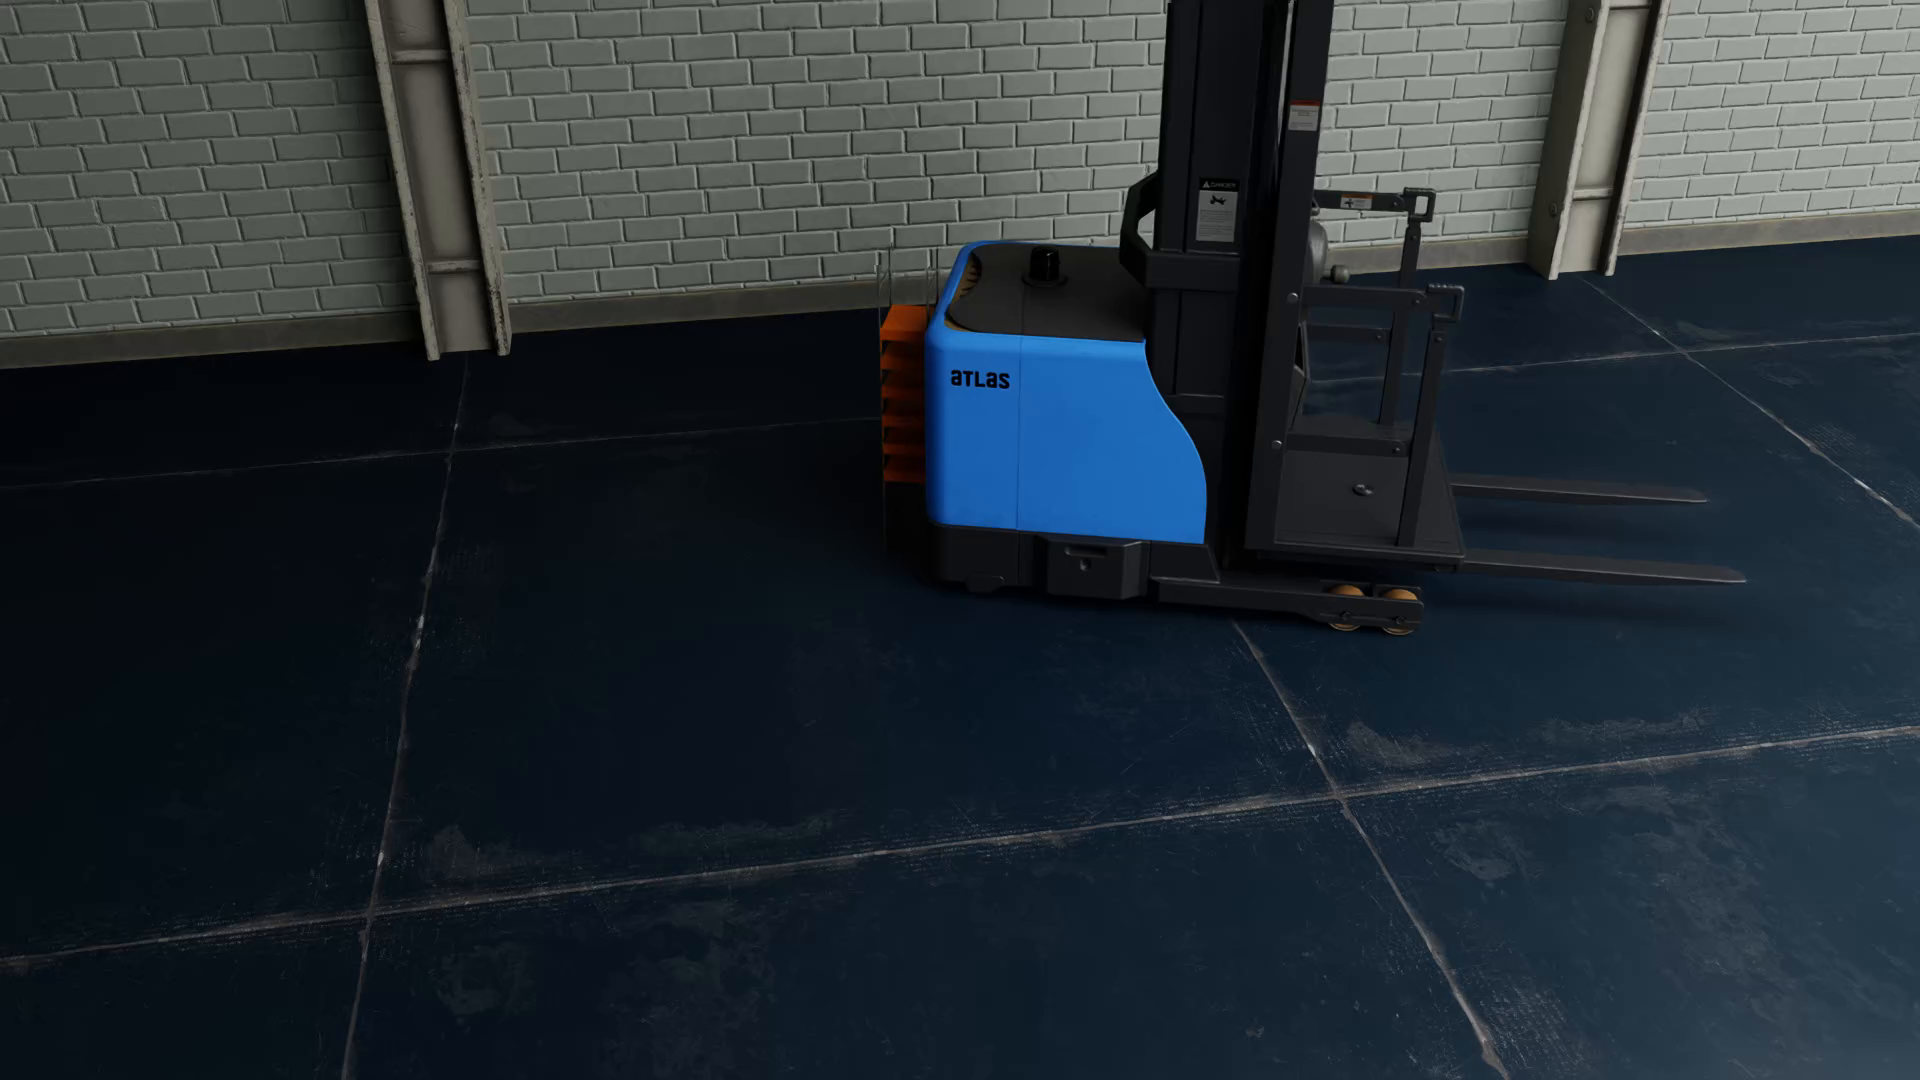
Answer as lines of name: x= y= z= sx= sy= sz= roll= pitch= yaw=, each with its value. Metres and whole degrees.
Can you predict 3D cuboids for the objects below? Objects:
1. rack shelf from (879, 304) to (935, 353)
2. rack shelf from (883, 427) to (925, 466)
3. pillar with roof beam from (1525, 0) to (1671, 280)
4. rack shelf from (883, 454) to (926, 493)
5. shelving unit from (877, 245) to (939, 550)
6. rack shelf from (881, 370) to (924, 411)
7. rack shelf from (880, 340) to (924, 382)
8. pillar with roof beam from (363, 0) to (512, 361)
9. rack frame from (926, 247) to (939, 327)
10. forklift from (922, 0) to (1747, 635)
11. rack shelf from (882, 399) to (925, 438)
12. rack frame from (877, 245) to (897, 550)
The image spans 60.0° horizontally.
rack shelf: x=-0.192 y=-0.802 z=6.307 sx=0.180 sy=0.103 sz=0.258 roll=4 pitch=31 yaw=7
rack shelf: x=-0.192 y=-0.388 z=6.551 sx=0.180 sy=0.103 sz=0.258 roll=4 pitch=31 yaw=7
pillar with roof beam: x=4.195 y=-3.267 z=3.428 sx=0.400 sy=9.000 sz=9.100 roll=-5 pitch=31 yaw=-9
rack shelf: x=-0.192 y=-0.285 z=6.611 sx=0.180 sy=0.103 sz=0.258 roll=4 pitch=31 yaw=7
shelving unit: x=-0.192 y=-0.530 z=6.467 sx=0.189 sy=1.200 sz=0.258 roll=4 pitch=31 yaw=7
rack shelf: x=-0.192 y=-0.595 z=6.429 sx=0.180 sy=0.103 sz=0.258 roll=4 pitch=31 yaw=7
rack shelf: x=-0.192 y=-0.698 z=6.368 sx=0.180 sy=0.103 sz=0.258 roll=4 pitch=31 yaw=7
pillar with roof beam: x=-1.706 y=-2.719 z=2.497 sx=0.400 sy=9.000 sz=9.100 roll=-5 pitch=31 yaw=-9
rack frame: x=-0.102 y=-0.523 z=6.455 sx=0.006 sy=1.200 sz=0.240 roll=4 pitch=31 yaw=7
forklift: x=1.418 y=-1.202 z=5.902 sx=3.031 sy=2.935 sz=1.130 roll=4 pitch=31 yaw=7
rack shelf: x=-0.192 y=-0.491 z=6.490 sx=0.180 sy=0.103 sz=0.258 roll=4 pitch=31 yaw=7
rack frame: x=-0.283 y=-0.537 z=6.479 sx=0.006 sy=1.200 sz=0.240 roll=4 pitch=31 yaw=7
